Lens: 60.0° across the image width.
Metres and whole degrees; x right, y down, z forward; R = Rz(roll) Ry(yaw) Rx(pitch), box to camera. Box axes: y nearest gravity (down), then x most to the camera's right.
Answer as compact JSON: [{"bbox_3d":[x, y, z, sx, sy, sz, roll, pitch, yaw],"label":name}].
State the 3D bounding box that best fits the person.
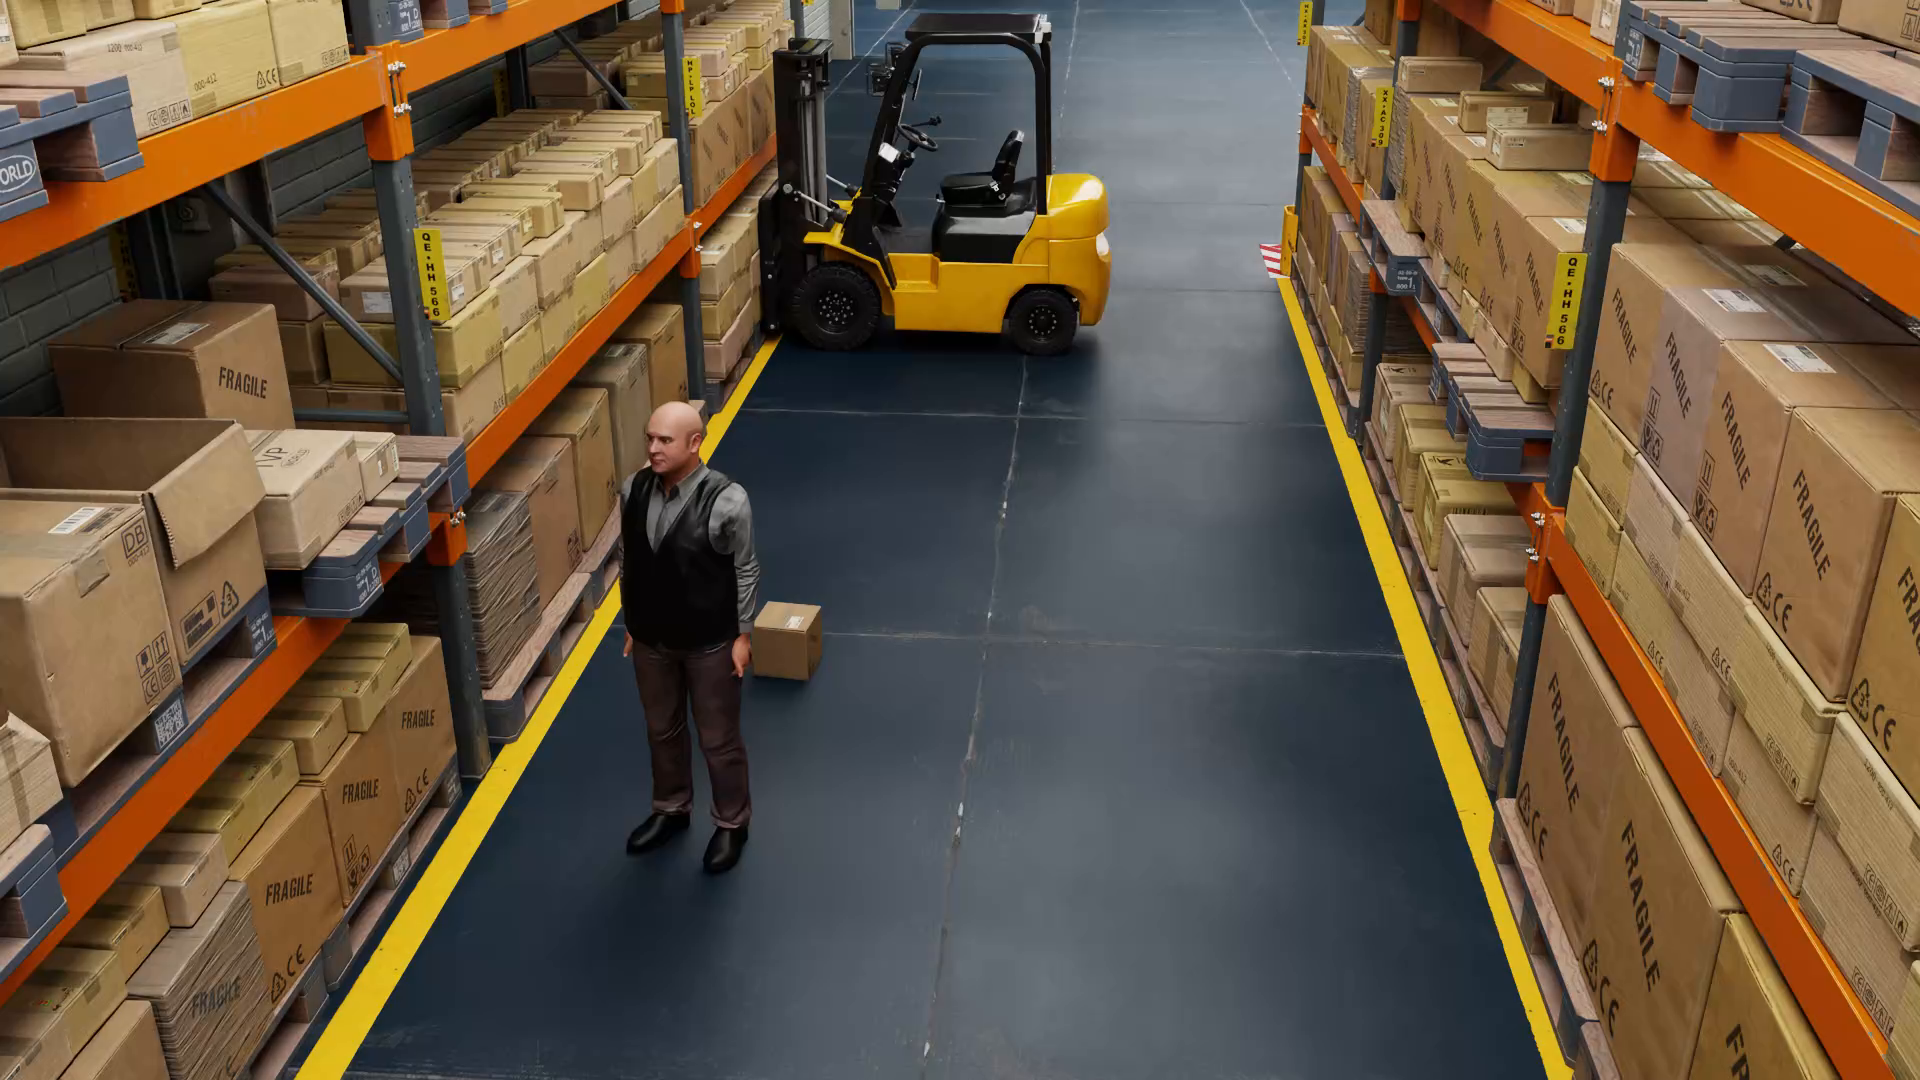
[{"bbox_3d":[-0.968,0.343,5.874,0.530,1.725,0.355,9,26,19],"label":"person"}]
